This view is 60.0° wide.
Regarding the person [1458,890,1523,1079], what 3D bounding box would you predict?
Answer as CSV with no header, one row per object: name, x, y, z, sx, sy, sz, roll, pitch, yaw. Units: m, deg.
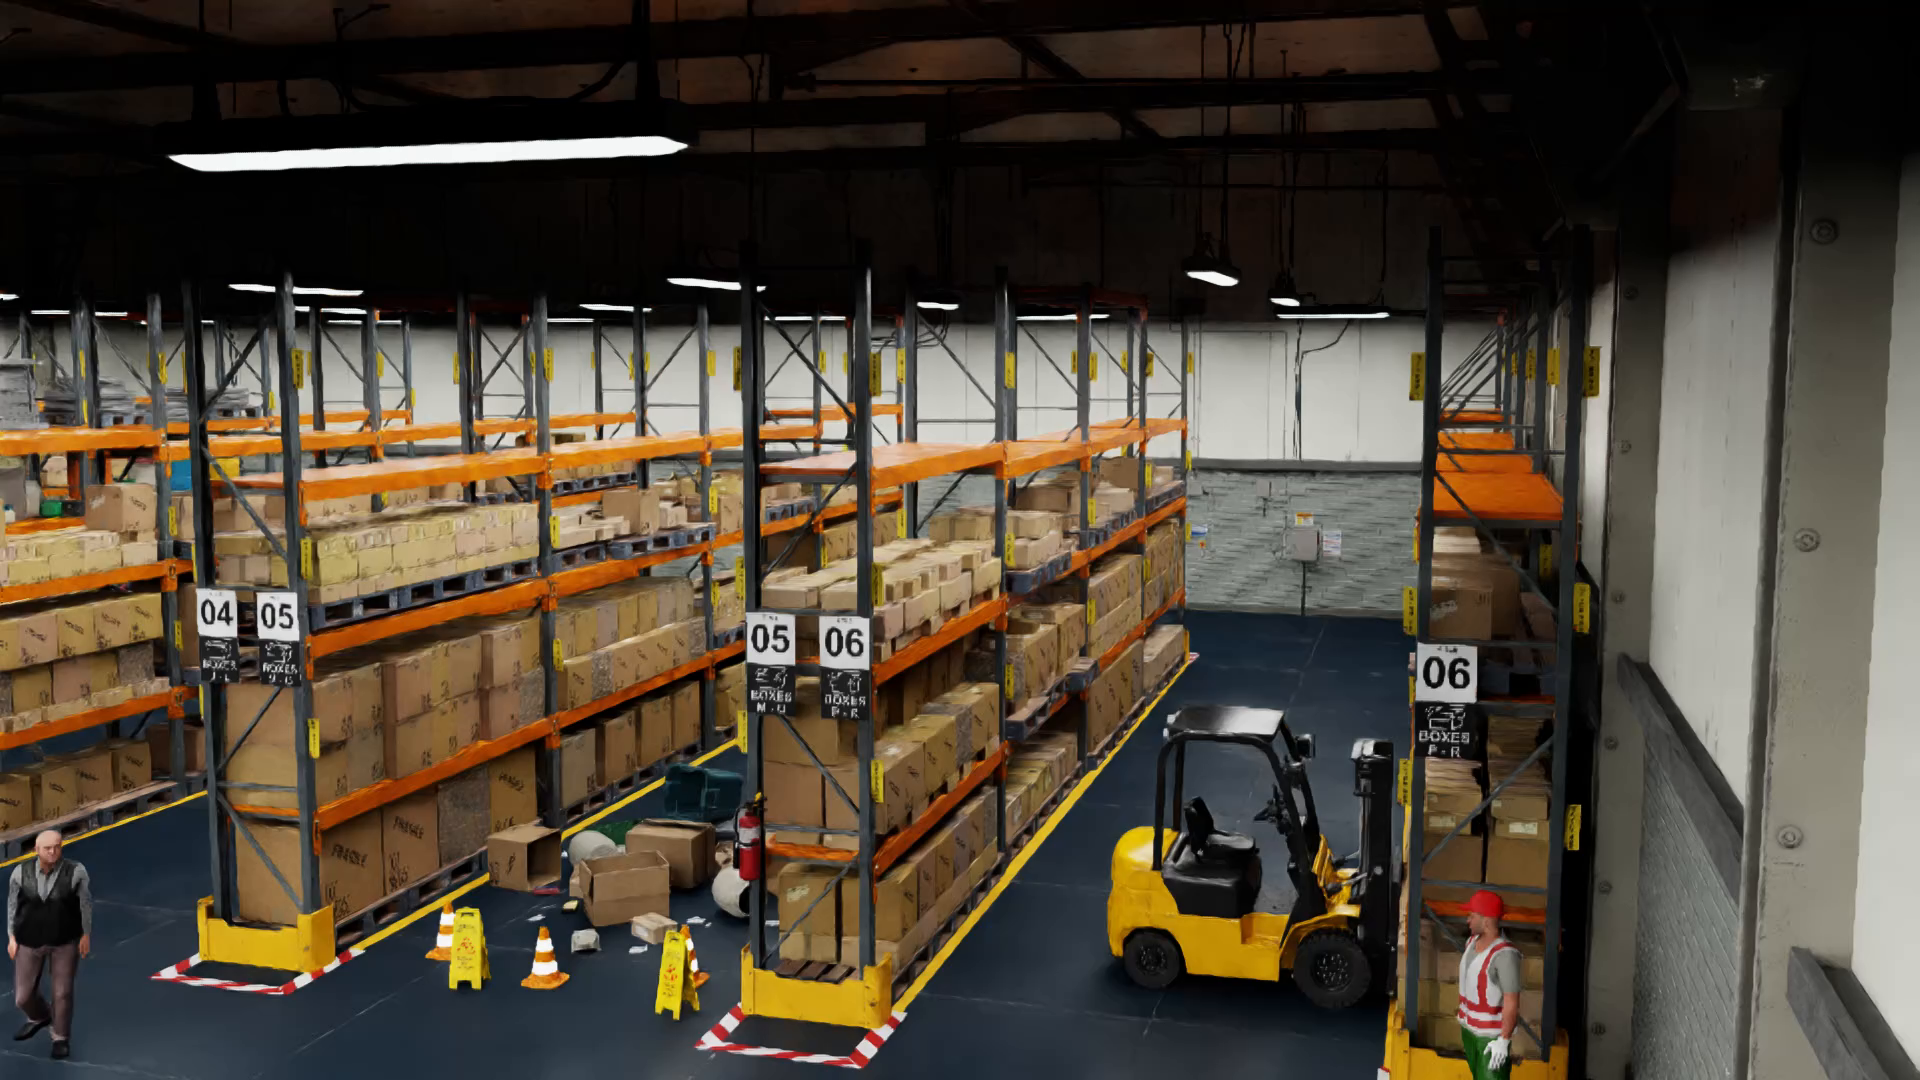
person,3.412,3.102,10.491,0.463,1.780,0.697,-1,7,-12

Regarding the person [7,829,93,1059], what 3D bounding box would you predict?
person,-6.718,2.949,12.285,0.591,1.715,0.519,-2,7,-20

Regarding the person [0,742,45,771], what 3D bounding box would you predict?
person,-11.340,2.133,19.859,0.502,1.625,0.980,2,7,15
